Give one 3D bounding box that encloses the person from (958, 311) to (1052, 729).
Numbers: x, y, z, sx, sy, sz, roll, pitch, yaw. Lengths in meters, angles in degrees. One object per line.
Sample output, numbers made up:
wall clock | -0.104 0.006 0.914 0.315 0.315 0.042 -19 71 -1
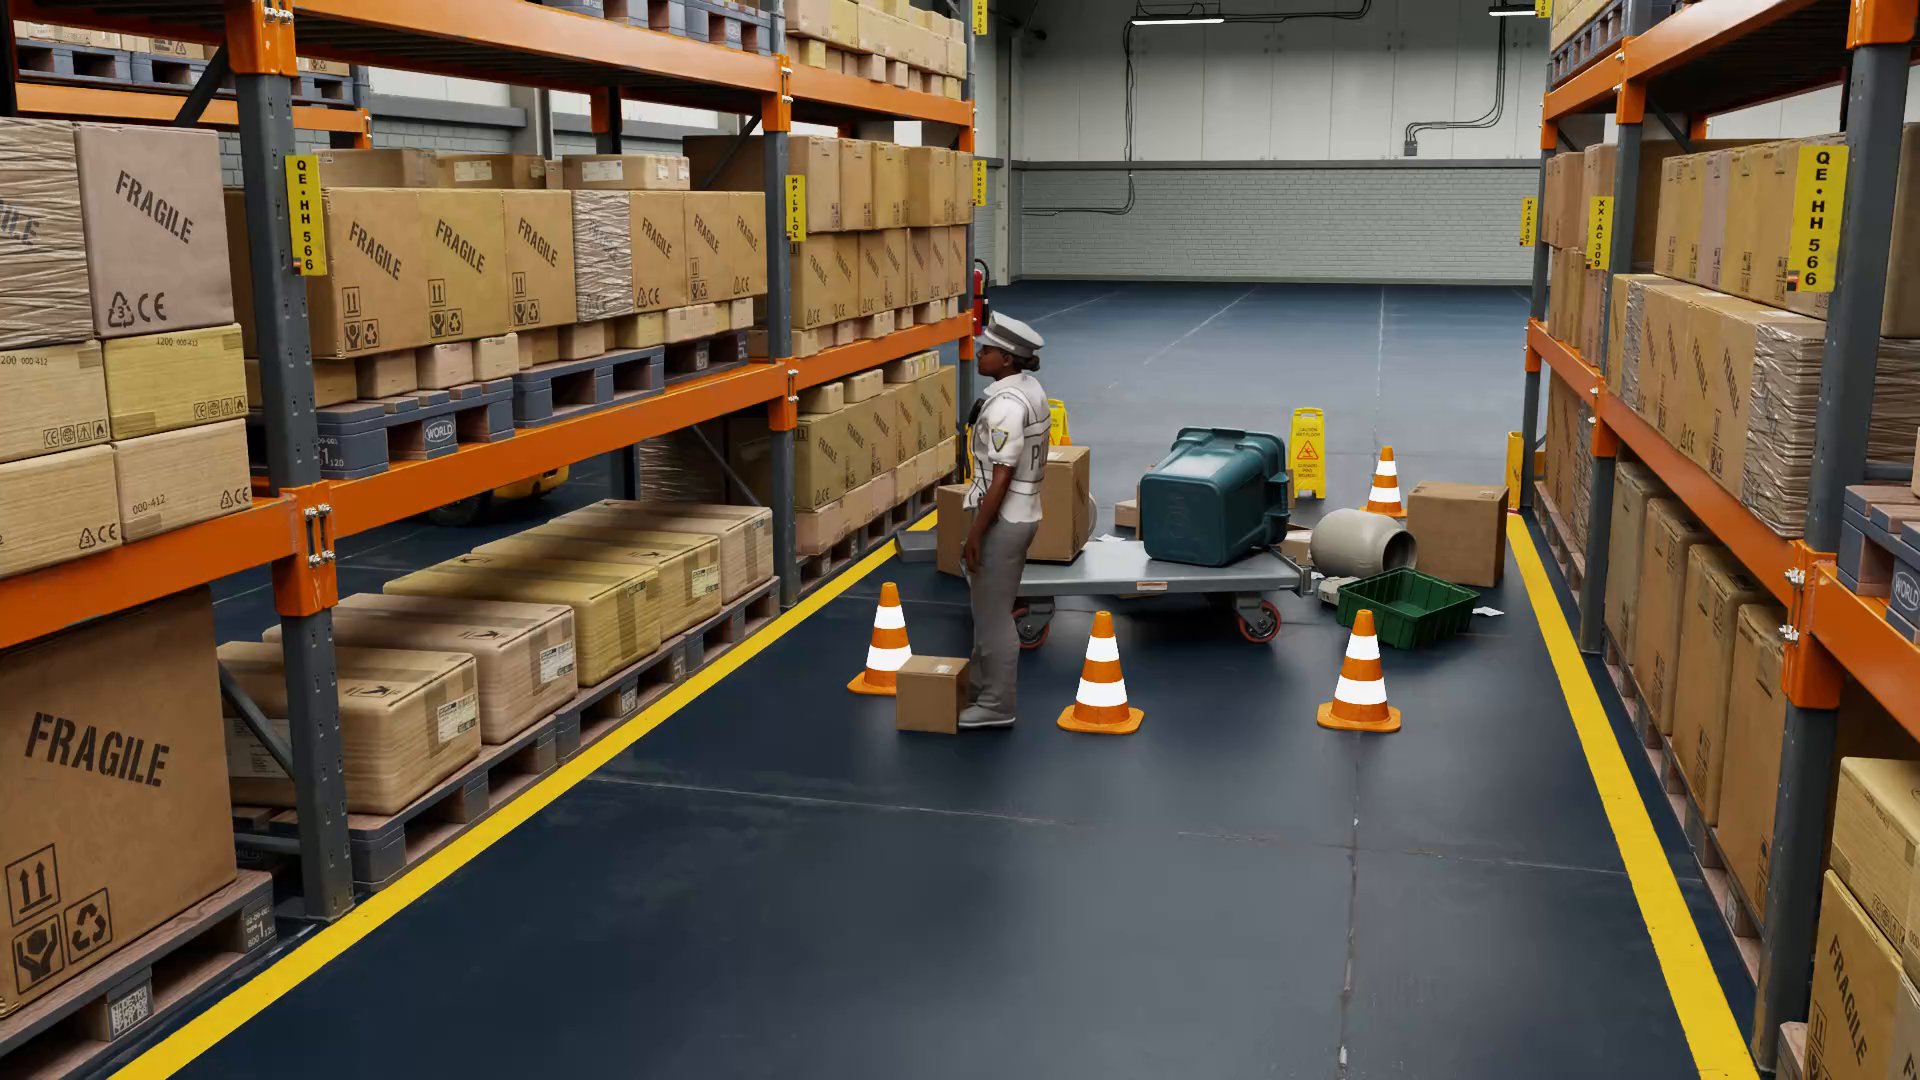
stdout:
person | 0.097 -0.077 6.698 0.530 1.695 0.569 3 12 14
